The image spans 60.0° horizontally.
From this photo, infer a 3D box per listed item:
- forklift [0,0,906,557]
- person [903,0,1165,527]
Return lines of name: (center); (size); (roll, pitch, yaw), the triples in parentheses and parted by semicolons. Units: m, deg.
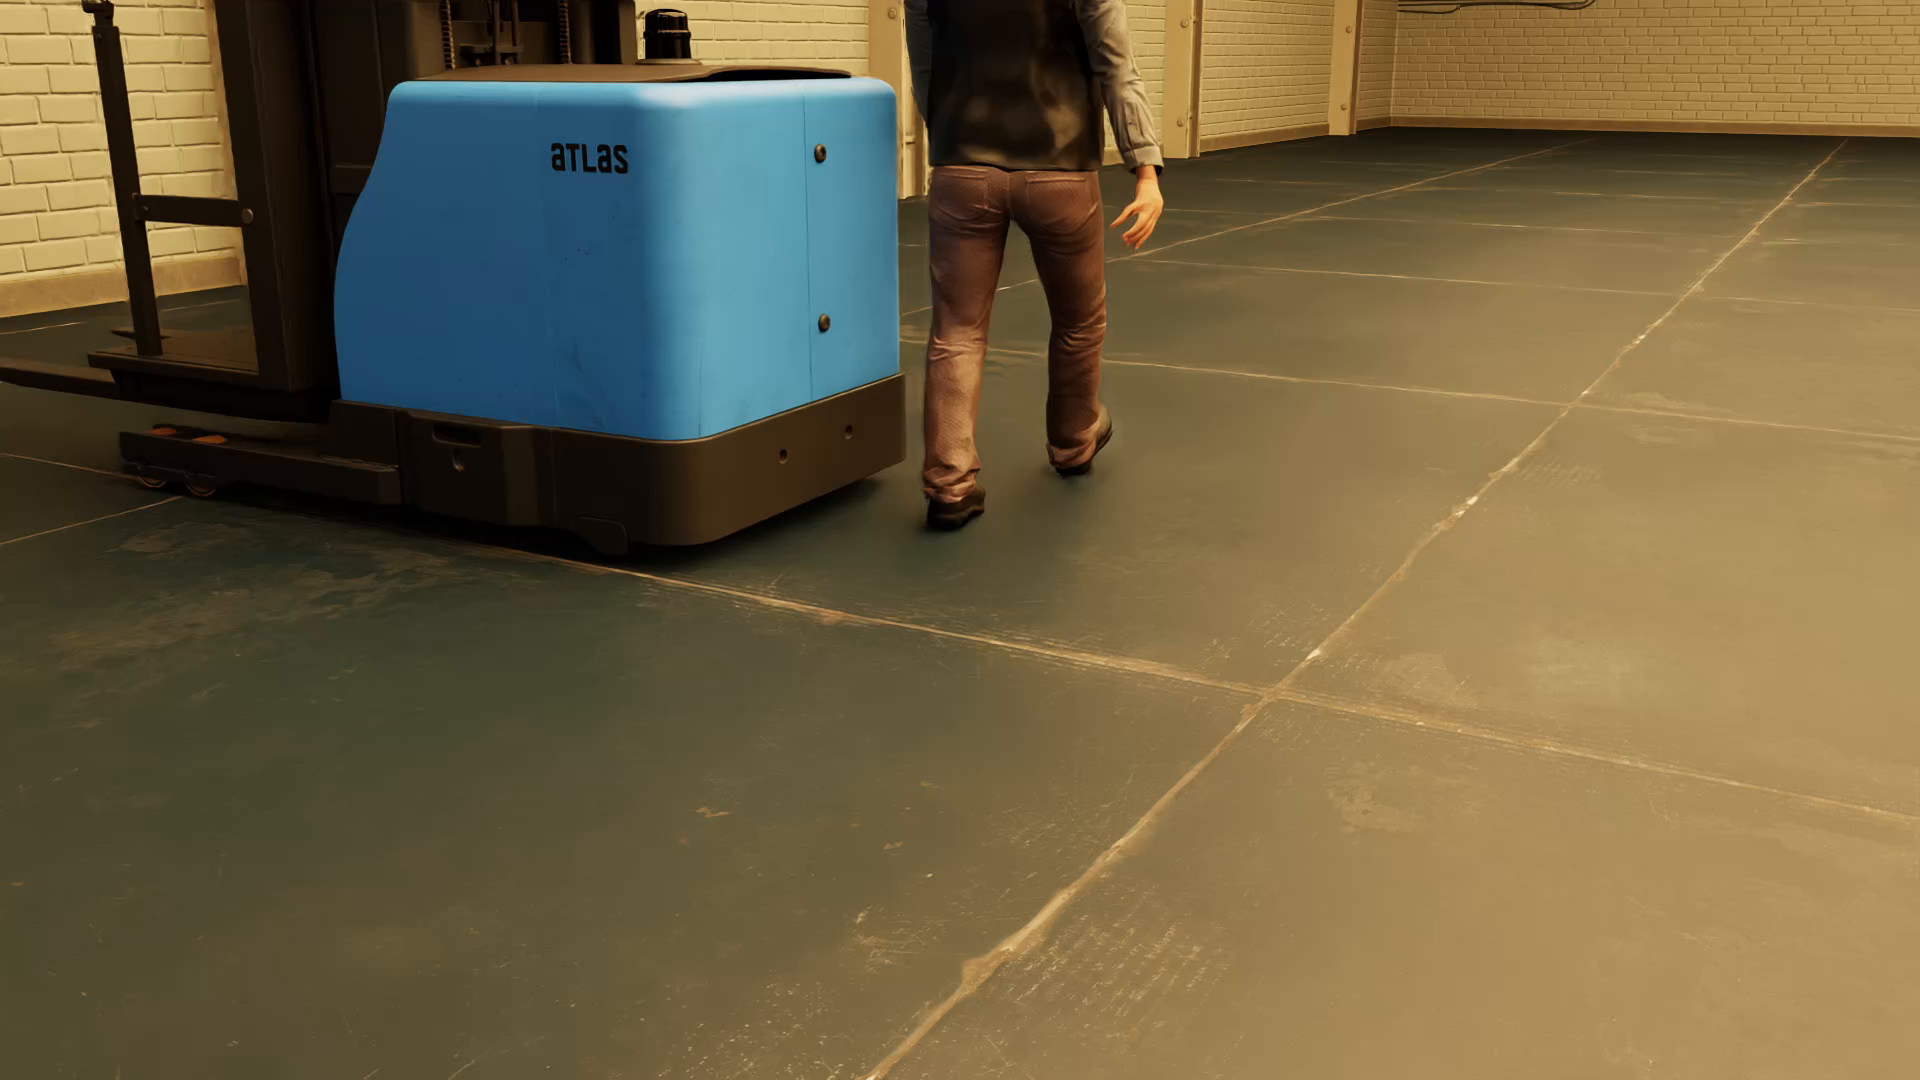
forklift: (-1.695, -1.641, 4.426); (3.031, 2.935, 1.130); (8, 18, 26)
person: (0.195, -0.919, 4.251); (0.676, 1.676, 0.892); (3, 17, 11)
